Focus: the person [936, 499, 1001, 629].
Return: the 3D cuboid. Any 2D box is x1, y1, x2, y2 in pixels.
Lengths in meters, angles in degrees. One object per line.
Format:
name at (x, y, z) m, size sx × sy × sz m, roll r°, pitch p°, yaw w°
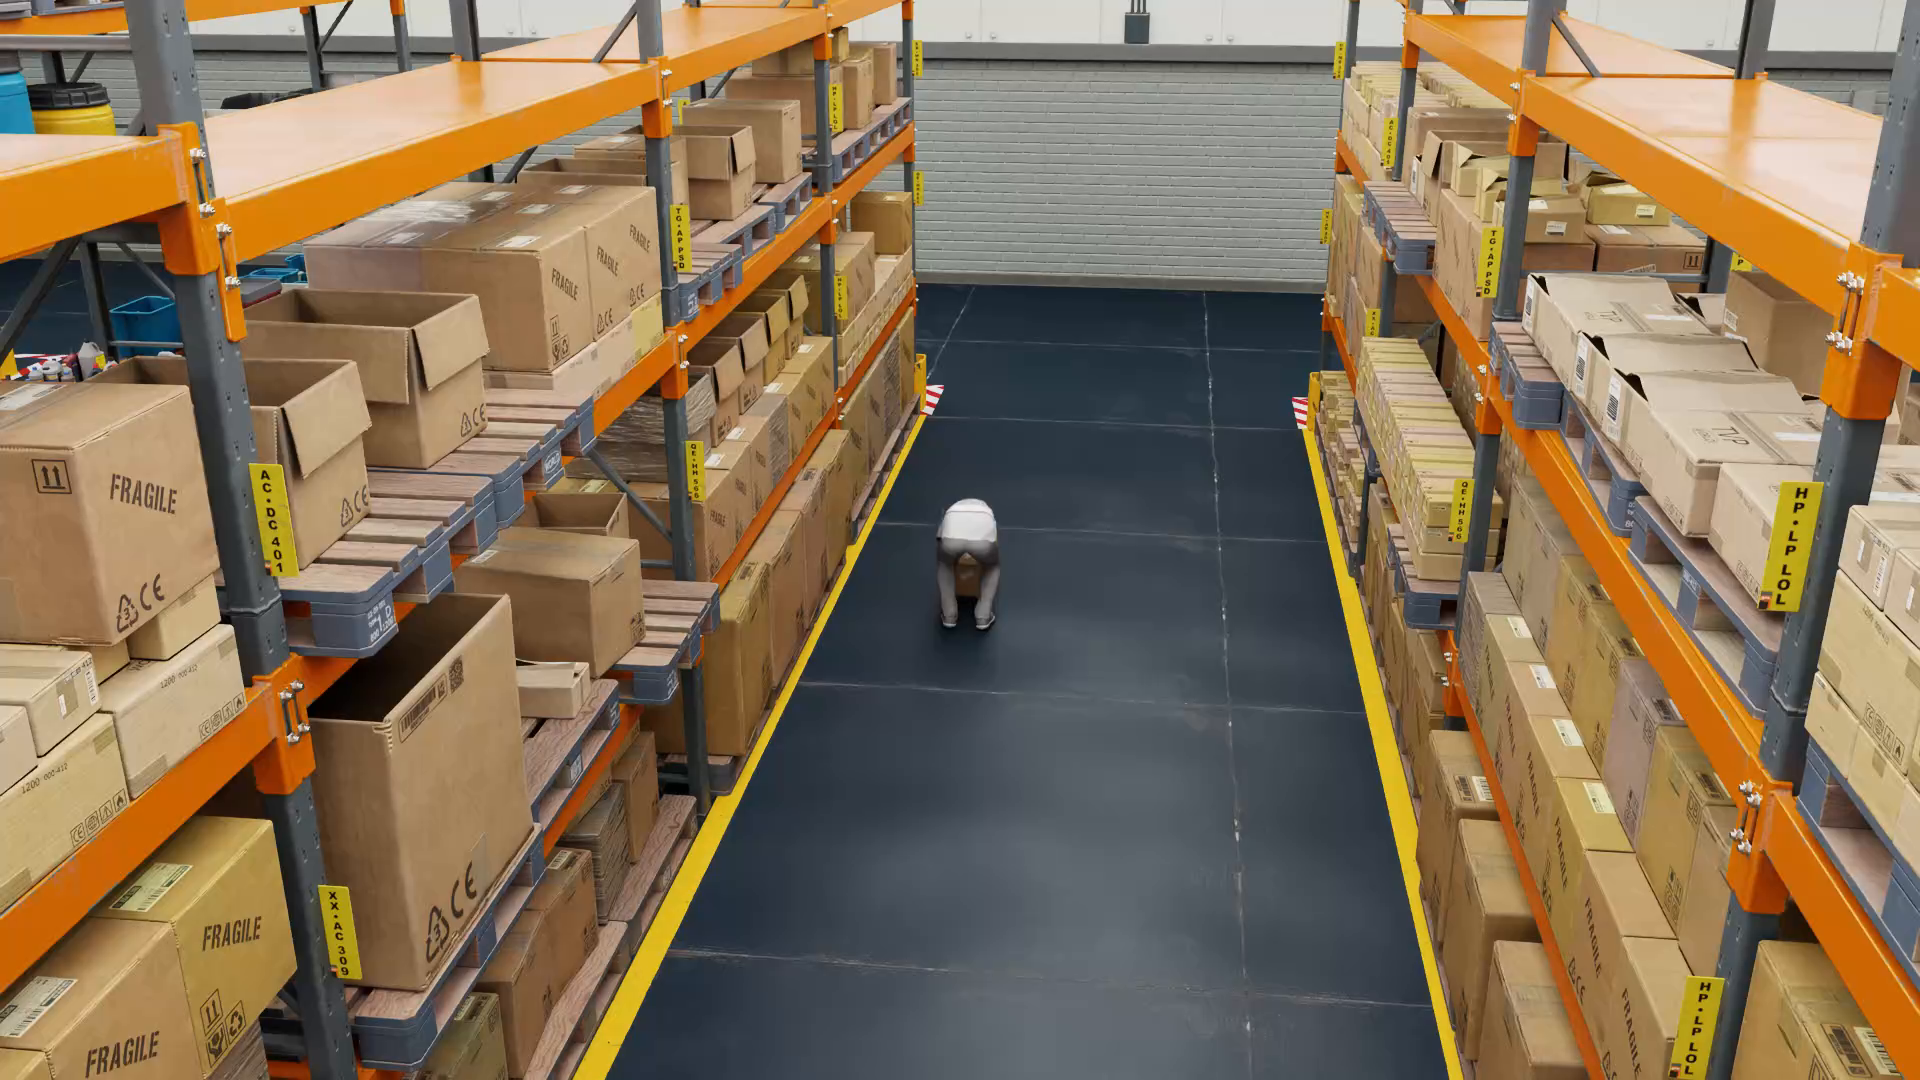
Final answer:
person at (0.063, 0.113, 11.855) m, size 0.466 × 0.894 × 0.903 m, roll 1°, pitch 21°, yaw 4°
